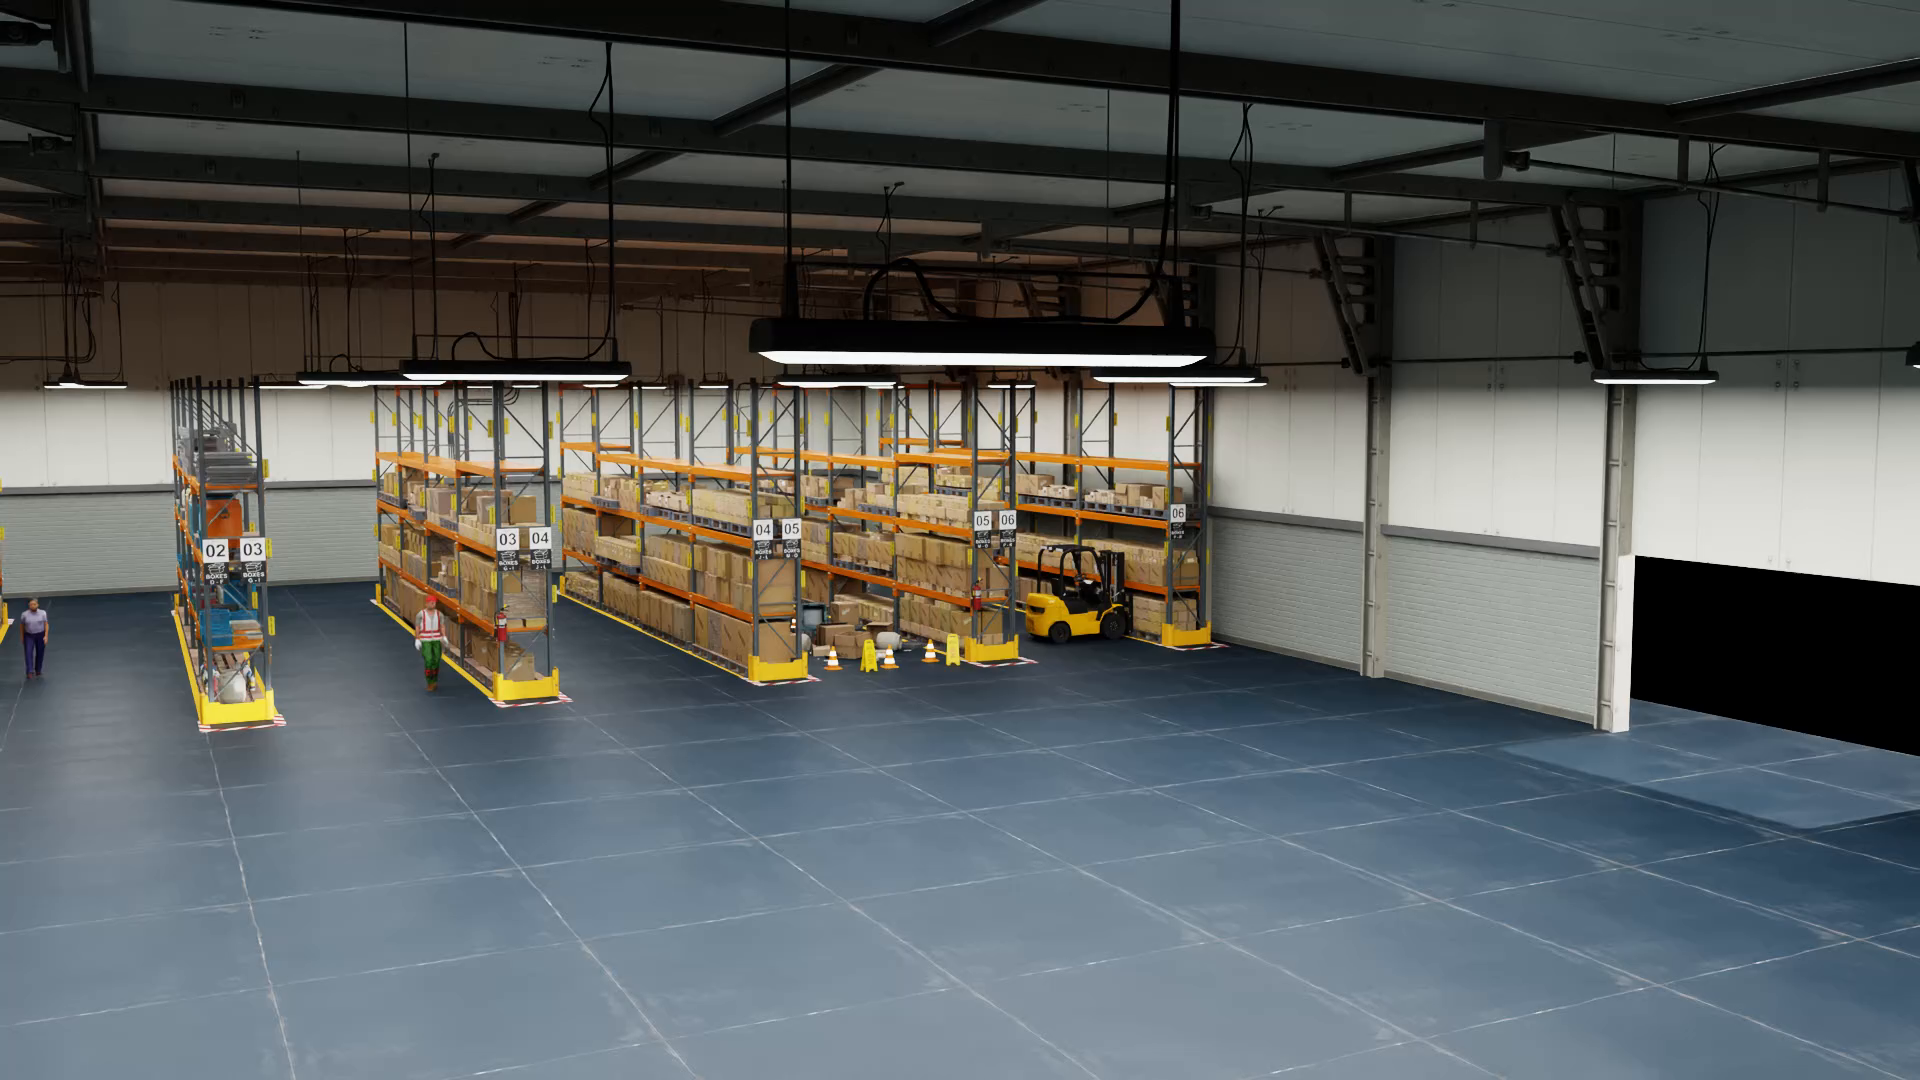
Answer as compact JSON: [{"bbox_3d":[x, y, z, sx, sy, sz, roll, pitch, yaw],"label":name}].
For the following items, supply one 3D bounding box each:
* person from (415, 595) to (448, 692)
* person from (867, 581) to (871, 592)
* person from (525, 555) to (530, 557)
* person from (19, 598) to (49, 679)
[{"bbox_3d":[-10.177,2.001,32.106,0.563,1.831,0.605,-4,6,-35],"label":"person"},{"bbox_3d":[-2.636,0.660,47.499,0.493,1.670,0.467,-3,6,-34],"label":"person"},{"bbox_3d":[-12.389,0.619,47.623,0.633,1.781,0.809,-1,5,-15],"label":"person"},{"bbox_3d":[-18.447,1.957,33.164,0.507,1.590,1.005,-4,7,-39],"label":"person"}]
